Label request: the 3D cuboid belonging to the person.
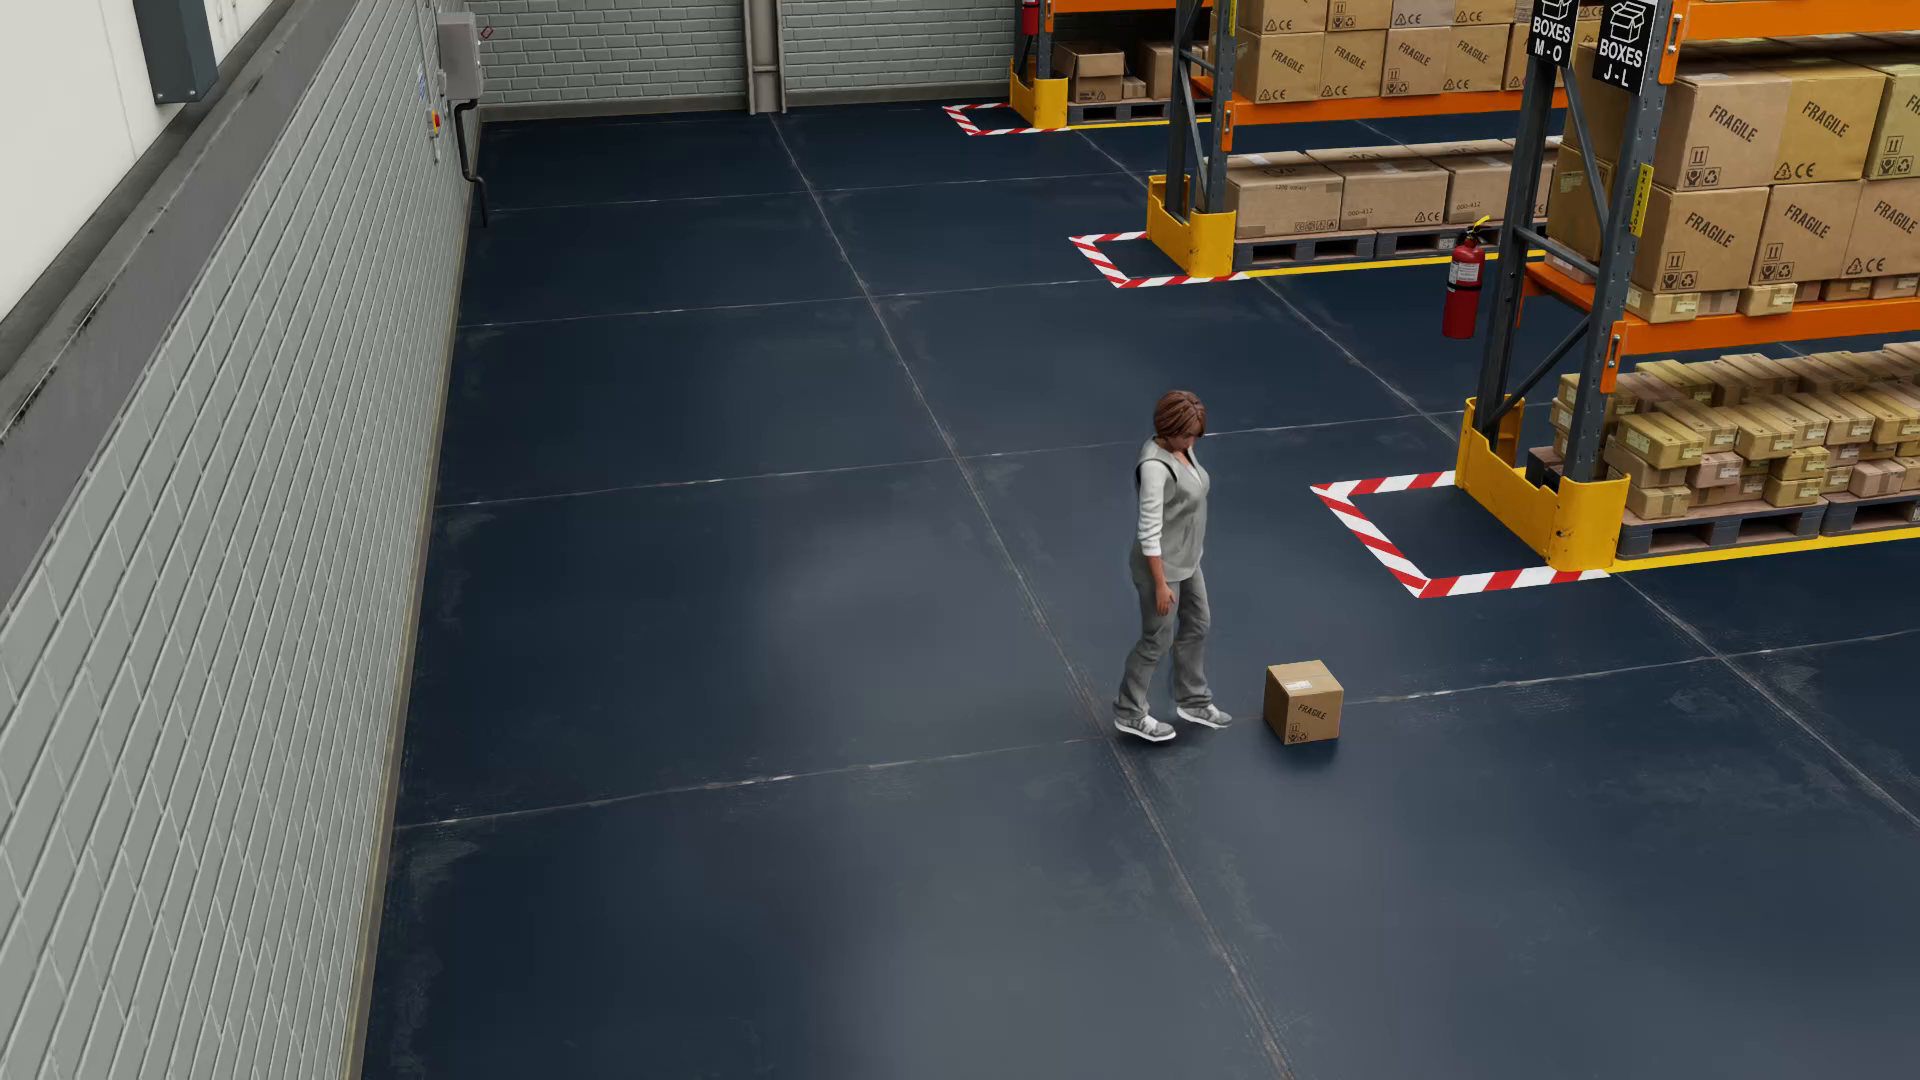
[{"bbox_3d":[0.908,0.149,6.853,0.462,1.613,0.461,10,29,19],"label":"person"}]
